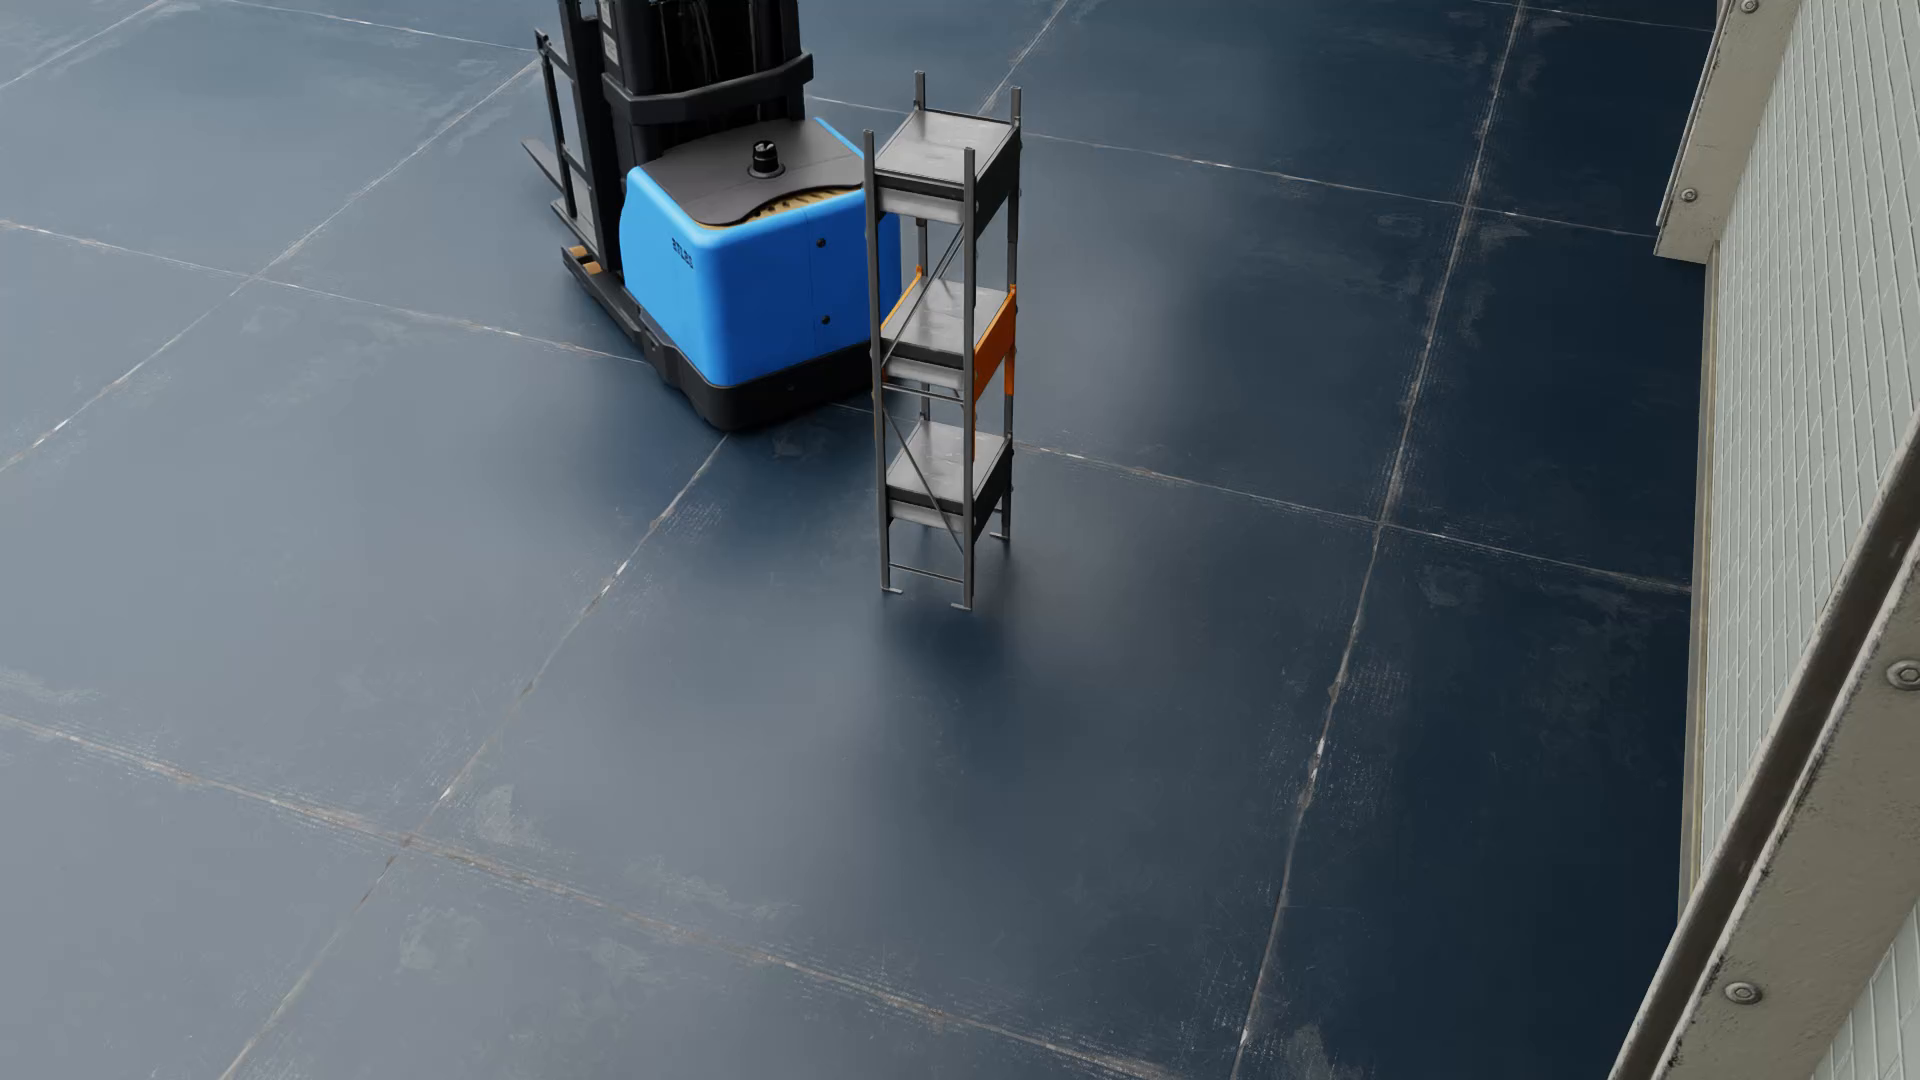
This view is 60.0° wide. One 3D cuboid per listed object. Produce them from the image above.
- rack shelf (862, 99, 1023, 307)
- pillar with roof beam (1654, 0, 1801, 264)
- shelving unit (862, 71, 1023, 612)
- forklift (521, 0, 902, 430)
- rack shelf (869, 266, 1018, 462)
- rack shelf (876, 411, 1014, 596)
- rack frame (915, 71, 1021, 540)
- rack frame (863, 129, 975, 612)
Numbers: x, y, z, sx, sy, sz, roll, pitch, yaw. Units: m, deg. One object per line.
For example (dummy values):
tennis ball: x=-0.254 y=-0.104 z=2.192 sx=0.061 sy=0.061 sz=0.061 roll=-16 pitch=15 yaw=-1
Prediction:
rack shelf: x=-0.057 y=-1.220 z=6.005 sx=0.431 sy=0.518 sz=0.480 roll=13 pitch=42 yaw=15
pillar with roof beam: x=-0.049 y=-6.019 z=7.372 sx=9.100 sy=9.000 sz=0.400 roll=13 pitch=42 yaw=15
shelving unit: x=-0.057 y=-0.698 z=6.450 sx=0.431 sy=2.100 sz=0.503 roll=13 pitch=42 yaw=15
forklift: x=-1.463 y=-2.560 z=7.992 sx=1.130 sy=2.935 sz=3.031 roll=-22 pitch=45 yaw=-24
rack shelf: x=-0.057 y=-0.687 z=6.459 sx=0.431 sy=0.518 sz=0.480 roll=13 pitch=42 yaw=15
rack shelf: x=-0.057 y=-0.155 z=6.913 sx=0.431 sy=0.518 sz=0.480 roll=13 pitch=42 yaw=15
rack frame: x=0.027 y=-0.847 z=6.625 sx=0.400 sy=2.100 sz=0.015 roll=13 pitch=42 yaw=15
rack frame: x=-0.140 y=-0.549 z=6.276 sx=0.400 sy=2.100 sz=0.015 roll=13 pitch=42 yaw=15
